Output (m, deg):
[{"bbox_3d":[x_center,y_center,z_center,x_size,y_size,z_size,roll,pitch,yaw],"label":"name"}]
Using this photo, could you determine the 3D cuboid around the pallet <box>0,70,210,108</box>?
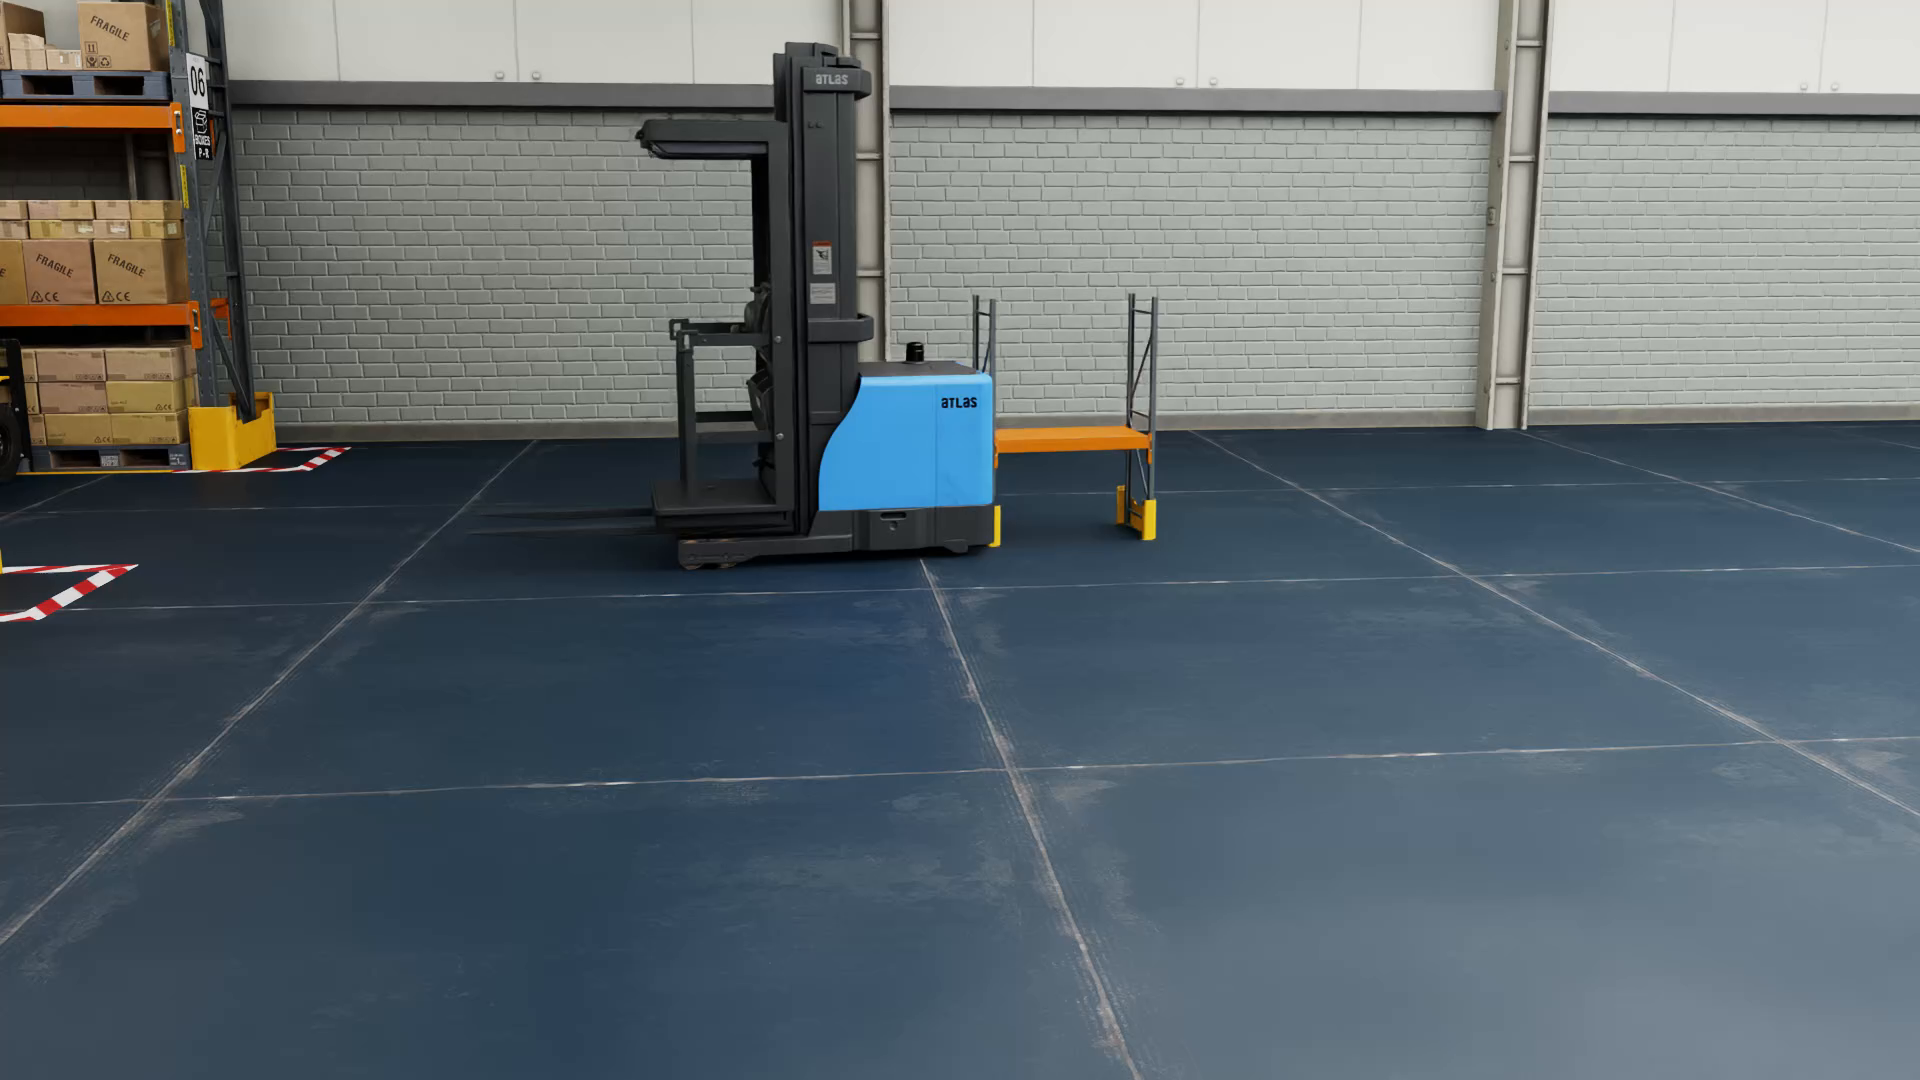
[{"bbox_3d":[-6.709,-3.553,13.117,1.213,0.211,1.003,-1,11,-6],"label":"pallet"}]

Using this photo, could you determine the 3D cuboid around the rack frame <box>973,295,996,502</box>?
[{"bbox_3d":[0.148,-0.751,10.299,0.032,1.500,0.500,-2,11,-12],"label":"rack frame"}]

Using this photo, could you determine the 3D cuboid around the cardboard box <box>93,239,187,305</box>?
[{"bbox_3d":[-6.464,-2.122,13.129,0.500,0.500,0.500,-1,11,-7],"label":"cardboard box"}]

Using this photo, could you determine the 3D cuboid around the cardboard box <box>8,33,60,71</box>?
[{"bbox_3d":[-7.046,-3.714,12.710,0.258,0.266,0.396,-1,11,-6],"label":"cardboard box"}]

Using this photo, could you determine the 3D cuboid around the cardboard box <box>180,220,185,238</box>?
[{"bbox_3d":[-6.368,-2.544,13.592,0.250,0.149,0.380,-1,11,-8],"label":"cardboard box"}]

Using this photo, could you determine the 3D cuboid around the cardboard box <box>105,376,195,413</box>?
[{"bbox_3d":[-6.453,-1.166,13.267,0.500,0.250,0.500,-1,11,-7],"label":"cardboard box"}]

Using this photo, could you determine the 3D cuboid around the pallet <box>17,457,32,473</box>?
[{"bbox_3d":[-7.969,-0.717,13.468,1.213,0.211,1.003,-1,11,-6],"label":"pallet"}]

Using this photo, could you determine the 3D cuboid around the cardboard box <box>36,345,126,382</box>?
[{"bbox_3d":[-6.934,-1.400,13.162,0.500,0.250,0.500,-1,11,-5],"label":"cardboard box"}]

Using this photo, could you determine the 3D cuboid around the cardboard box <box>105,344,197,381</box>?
[{"bbox_3d":[-6.427,-1.412,13.222,0.500,0.250,0.500,-1,11,-4],"label":"cardboard box"}]

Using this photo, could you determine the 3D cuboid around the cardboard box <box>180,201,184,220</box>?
[{"bbox_3d":[-6.360,-2.681,13.519,0.250,0.149,0.380,-1,11,-7],"label":"cardboard box"}]

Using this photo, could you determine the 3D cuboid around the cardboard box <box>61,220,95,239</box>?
[{"bbox_3d":[-6.833,-2.436,13.041,0.250,0.149,0.380,-1,11,-5],"label":"cardboard box"}]

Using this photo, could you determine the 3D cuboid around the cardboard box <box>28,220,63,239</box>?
[{"bbox_3d":[-7.080,-2.433,13.026,0.250,0.149,0.380,-1,11,-6],"label":"cardboard box"}]

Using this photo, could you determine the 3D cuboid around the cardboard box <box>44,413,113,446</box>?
[{"bbox_3d":[-6.931,-0.912,13.270,0.500,0.250,0.500,-1,11,-6],"label":"cardboard box"}]

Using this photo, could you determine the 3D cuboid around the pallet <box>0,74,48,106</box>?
[{"bbox_3d":[-7.924,-3.527,12.984,1.213,0.211,1.003,-1,11,-6],"label":"pallet"}]

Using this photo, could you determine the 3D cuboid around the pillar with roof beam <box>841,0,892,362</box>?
[{"bbox_3d":[-0.363,-4.535,10.110,0.400,9.000,9.100,-1,11,-6],"label":"pillar with roof beam"}]

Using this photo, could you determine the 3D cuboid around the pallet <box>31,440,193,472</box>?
[{"bbox_3d":[-6.759,-0.742,13.594,1.213,0.211,1.003,-1,11,-6],"label":"pallet"}]

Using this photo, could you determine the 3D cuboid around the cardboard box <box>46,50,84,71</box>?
[{"bbox_3d":[-6.794,-3.662,12.748,0.250,0.149,0.380,-2,11,-8],"label":"cardboard box"}]

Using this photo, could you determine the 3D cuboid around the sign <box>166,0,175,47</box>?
[{"bbox_3d":[-5.958,-3.897,12.549,0.005,0.325,0.100,-1,11,-6],"label":"sign"}]

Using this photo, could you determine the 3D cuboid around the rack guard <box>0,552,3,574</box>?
[{"bbox_3d":[-5.539,0.046,8.838,0.348,0.500,1.175,-1,11,-6],"label":"rack guard"}]

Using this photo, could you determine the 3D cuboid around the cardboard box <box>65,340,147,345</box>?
[{"bbox_3d":[-6.997,-1.497,13.653,0.500,0.250,0.500,-1,11,-6],"label":"cardboard box"}]

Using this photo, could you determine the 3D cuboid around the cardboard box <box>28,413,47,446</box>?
[{"bbox_3d":[-7.430,-0.903,13.226,0.500,0.250,0.500,-1,11,-5],"label":"cardboard box"}]

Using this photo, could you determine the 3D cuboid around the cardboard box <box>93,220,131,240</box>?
[{"bbox_3d":[-6.568,-2.429,13.009,0.250,0.149,0.380,-1,11,-5],"label":"cardboard box"}]

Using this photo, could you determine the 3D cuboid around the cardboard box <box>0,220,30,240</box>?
[{"bbox_3d":[-7.341,-2.418,12.951,0.250,0.149,0.380,-2,11,-8],"label":"cardboard box"}]

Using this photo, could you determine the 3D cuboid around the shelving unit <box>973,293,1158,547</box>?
[{"bbox_3d":[0.636,-0.771,10.401,1.083,1.500,0.587,-2,11,-12],"label":"shelving unit"}]

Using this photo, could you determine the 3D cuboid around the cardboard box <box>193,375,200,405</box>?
[{"bbox_3d":[-6.493,-1.266,13.776,0.500,0.250,0.500,-1,11,-5],"label":"cardboard box"}]

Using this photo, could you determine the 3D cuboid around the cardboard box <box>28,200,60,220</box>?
[{"bbox_3d":[-7.091,-2.587,13.038,0.250,0.149,0.380,-1,11,-6],"label":"cardboard box"}]

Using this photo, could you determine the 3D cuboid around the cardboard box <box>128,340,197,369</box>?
[{"bbox_3d":[-6.501,-1.508,13.709,0.500,0.250,0.500,-1,11,-7],"label":"cardboard box"}]

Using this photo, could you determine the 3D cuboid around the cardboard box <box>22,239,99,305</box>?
[{"bbox_3d":[-6.981,-2.113,13.083,0.500,0.500,0.500,-1,11,-4],"label":"cardboard box"}]

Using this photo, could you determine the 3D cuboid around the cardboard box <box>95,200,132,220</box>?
[{"bbox_3d":[-6.578,-2.588,13.046,0.250,0.149,0.380,-1,11,-6],"label":"cardboard box"}]

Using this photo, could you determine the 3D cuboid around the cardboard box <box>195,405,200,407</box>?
[{"bbox_3d":[-6.512,-1.018,13.810,0.500,0.250,0.500,-1,11,-6],"label":"cardboard box"}]

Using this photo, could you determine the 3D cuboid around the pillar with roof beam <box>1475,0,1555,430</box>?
[{"bbox_3d":[5.602,-4.660,10.746,0.400,9.000,9.100,-1,11,-6],"label":"pillar with roof beam"}]

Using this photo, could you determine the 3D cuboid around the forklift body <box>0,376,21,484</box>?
[{"bbox_3d":[-7.691,-1.328,11.548,1.214,2.155,2.313,-1,11,-6],"label":"forklift body"}]

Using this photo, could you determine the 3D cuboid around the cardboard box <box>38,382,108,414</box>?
[{"bbox_3d":[-6.953,-1.158,13.224,0.500,0.250,0.500,-1,11,-7],"label":"cardboard box"}]

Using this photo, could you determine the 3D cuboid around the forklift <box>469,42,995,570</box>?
[{"bbox_3d":[-1.364,-1.380,9.789,3.031,2.935,1.130,-2,11,-12],"label":"forklift"}]

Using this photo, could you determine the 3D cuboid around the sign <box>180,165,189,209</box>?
[{"bbox_3d":[-5.958,-2.714,12.782,0.005,0.325,0.100,-1,11,-6],"label":"sign"}]

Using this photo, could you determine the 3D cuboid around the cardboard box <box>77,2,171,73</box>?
[{"bbox_3d":[-6.417,-3.854,12.813,0.500,0.500,0.500,-1,11,-4],"label":"cardboard box"}]

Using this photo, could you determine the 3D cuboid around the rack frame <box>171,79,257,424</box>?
[{"bbox_3d":[-6.003,-2.134,13.447,0.127,3.000,1.000,-1,11,-6],"label":"rack frame"}]

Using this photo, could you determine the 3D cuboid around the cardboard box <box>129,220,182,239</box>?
[{"bbox_3d":[-6.317,-2.440,13.065,0.250,0.149,0.380,-1,11,-5],"label":"cardboard box"}]

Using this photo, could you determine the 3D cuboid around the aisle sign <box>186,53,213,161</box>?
[{"bbox_3d":[-5.906,-3.355,12.917,0.004,0.787,0.394,-1,11,-6],"label":"aisle sign"}]

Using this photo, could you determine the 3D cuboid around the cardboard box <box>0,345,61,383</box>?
[{"bbox_3d":[-7.435,-1.388,13.099,0.500,0.250,0.500,-1,11,-5],"label":"cardboard box"}]

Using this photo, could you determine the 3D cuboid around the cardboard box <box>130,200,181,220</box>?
[{"bbox_3d":[-6.336,-2.599,13.103,0.250,0.149,0.380,-1,11,-6],"label":"cardboard box"}]

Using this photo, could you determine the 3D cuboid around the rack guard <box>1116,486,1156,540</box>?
[{"bbox_3d":[1.123,-0.178,10.624,0.087,0.250,0.587,-2,11,-12],"label":"rack guard"}]

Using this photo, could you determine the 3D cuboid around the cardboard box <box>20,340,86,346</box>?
[{"bbox_3d":[-7.496,-1.488,13.610,0.500,0.250,0.500,-1,11,-6],"label":"cardboard box"}]

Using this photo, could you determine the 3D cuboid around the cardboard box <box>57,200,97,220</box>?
[{"bbox_3d":[-6.835,-2.578,12.992,0.250,0.149,0.380,-1,11,-5],"label":"cardboard box"}]

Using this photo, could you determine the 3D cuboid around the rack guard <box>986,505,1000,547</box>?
[{"bbox_3d":[0.149,-0.138,10.420,0.087,0.250,0.587,-2,11,-12],"label":"rack guard"}]

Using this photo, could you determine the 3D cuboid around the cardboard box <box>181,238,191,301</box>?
[{"bbox_3d":[-6.525,-2.226,13.656,0.500,0.500,0.500,-1,11,-4],"label":"cardboard box"}]

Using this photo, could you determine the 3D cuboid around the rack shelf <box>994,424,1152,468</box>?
[{"bbox_3d":[0.645,-0.595,10.438,1.000,0.185,0.538,-2,11,-12],"label":"rack shelf"}]

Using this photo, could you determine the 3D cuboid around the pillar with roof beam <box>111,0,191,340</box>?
[{"bbox_3d":[-6.327,-4.410,9.474,0.400,9.000,9.100,-1,11,-6],"label":"pillar with roof beam"}]

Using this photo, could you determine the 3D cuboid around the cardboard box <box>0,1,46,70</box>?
[{"bbox_3d":[-7.446,-3.852,12.802,0.500,0.500,0.700,-1,11,-6],"label":"cardboard box"}]

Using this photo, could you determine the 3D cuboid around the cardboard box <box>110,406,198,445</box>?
[{"bbox_3d":[-6.436,-0.921,13.314,0.500,0.250,0.500,-1,11,-6],"label":"cardboard box"}]

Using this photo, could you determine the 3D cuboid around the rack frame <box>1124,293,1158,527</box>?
[{"bbox_3d":[1.142,-0.792,10.507,0.032,1.500,0.500,-2,11,-12],"label":"rack frame"}]

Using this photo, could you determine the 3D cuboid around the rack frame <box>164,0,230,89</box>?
[{"bbox_3d":[-6.003,-5.078,12.868,0.127,3.000,1.000,-1,11,-6],"label":"rack frame"}]

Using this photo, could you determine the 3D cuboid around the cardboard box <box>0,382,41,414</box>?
[{"bbox_3d":[-7.464,-1.143,13.149,0.500,0.250,0.500,-1,11,-7],"label":"cardboard box"}]

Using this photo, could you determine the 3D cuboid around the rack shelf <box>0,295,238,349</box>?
[{"bbox_3d":[-7.991,-1.739,13.304,4.000,0.370,1.077,-1,11,-6],"label":"rack shelf"}]

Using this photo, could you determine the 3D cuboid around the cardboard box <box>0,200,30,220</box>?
[{"bbox_3d":[-7.338,-2.560,12.902,0.250,0.149,0.380,-1,11,-5],"label":"cardboard box"}]

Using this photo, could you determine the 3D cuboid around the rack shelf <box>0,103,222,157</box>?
[{"bbox_3d":[-7.991,-3.211,13.015,4.000,0.370,1.077,-1,11,-6],"label":"rack shelf"}]

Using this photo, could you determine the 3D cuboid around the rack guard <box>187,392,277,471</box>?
[{"bbox_3d":[-5.979,-0.908,13.691,0.348,0.500,1.175,-1,11,-6],"label":"rack guard"}]

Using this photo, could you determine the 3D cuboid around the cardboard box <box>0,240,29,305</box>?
[{"bbox_3d":[-7.490,-2.103,13.028,0.500,0.500,0.500,-1,11,-7],"label":"cardboard box"}]
